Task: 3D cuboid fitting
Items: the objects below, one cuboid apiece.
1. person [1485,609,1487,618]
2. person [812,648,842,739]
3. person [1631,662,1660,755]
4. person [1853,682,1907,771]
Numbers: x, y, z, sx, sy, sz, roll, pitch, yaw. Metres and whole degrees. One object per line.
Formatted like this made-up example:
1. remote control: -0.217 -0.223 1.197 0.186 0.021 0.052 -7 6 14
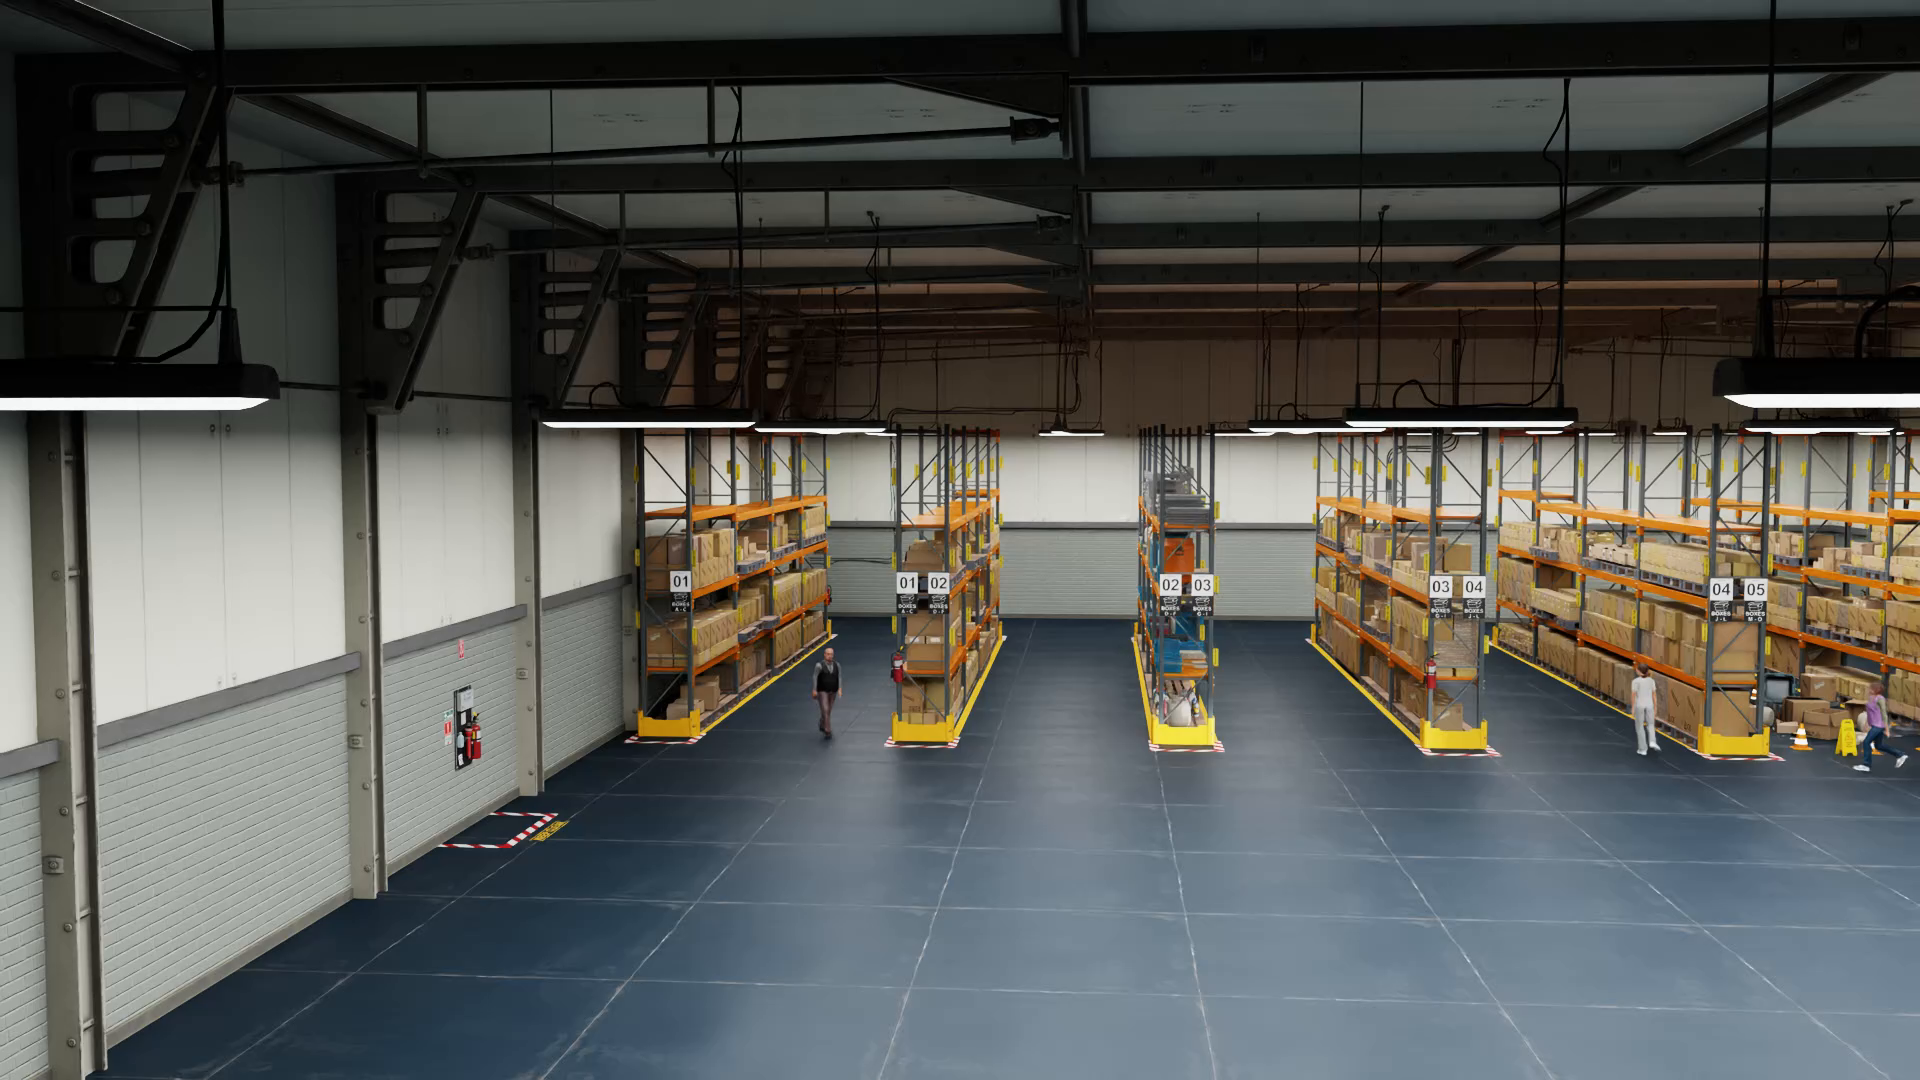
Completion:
1. person: 13.424 2.239 43.522 0.694 1.685 0.630 1 4 13
2. person: -2.528 2.911 31.949 0.563 1.673 0.941 -2 4 -35
3. person: 12.402 3.060 30.080 0.502 1.665 0.496 0 3 5
4. person: 15.828 3.205 28.574 0.892 1.525 0.457 1 4 12
